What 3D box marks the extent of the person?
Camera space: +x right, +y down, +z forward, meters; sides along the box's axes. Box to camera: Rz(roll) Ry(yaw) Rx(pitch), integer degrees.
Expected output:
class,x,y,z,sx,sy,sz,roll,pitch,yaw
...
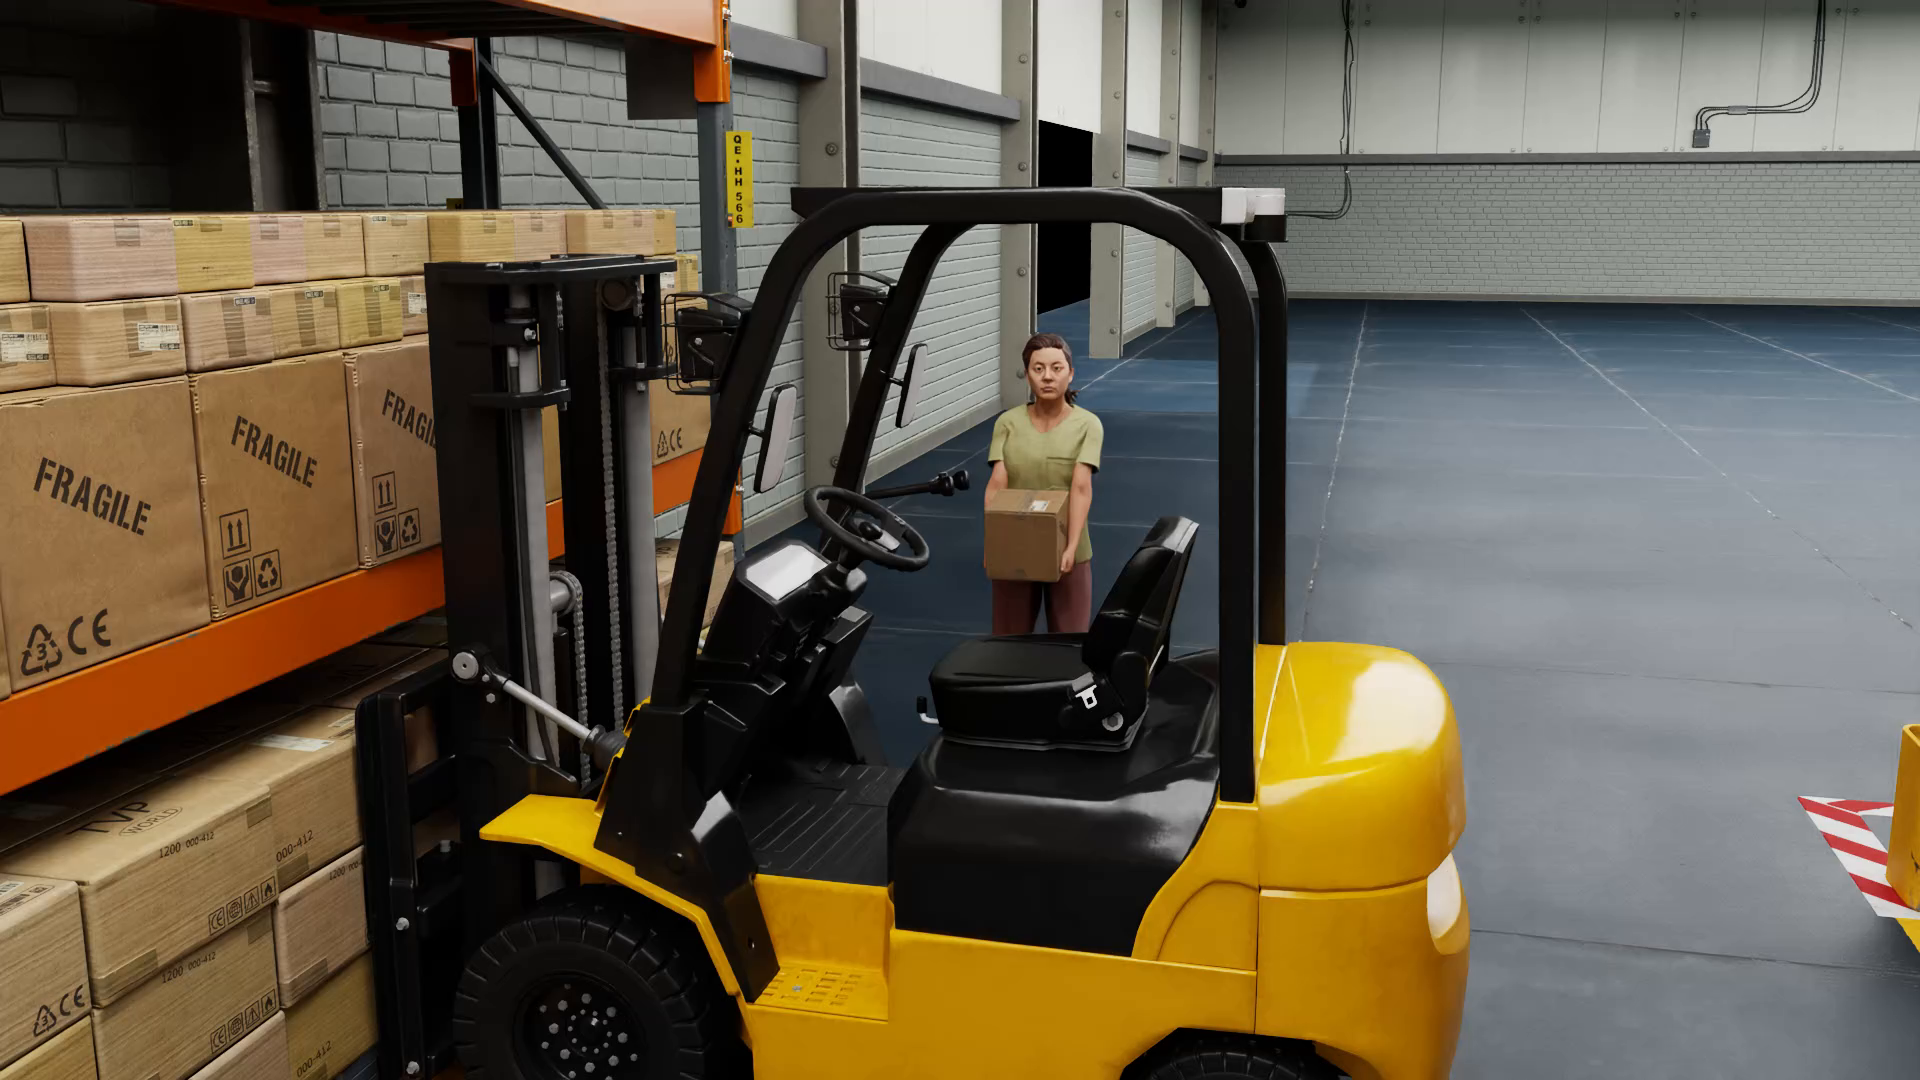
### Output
class,x,y,z,sx,sy,sz,roll,pitch,yaw
person,0.288,0.105,5.969,0.405,1.669,0.527,3,12,13
